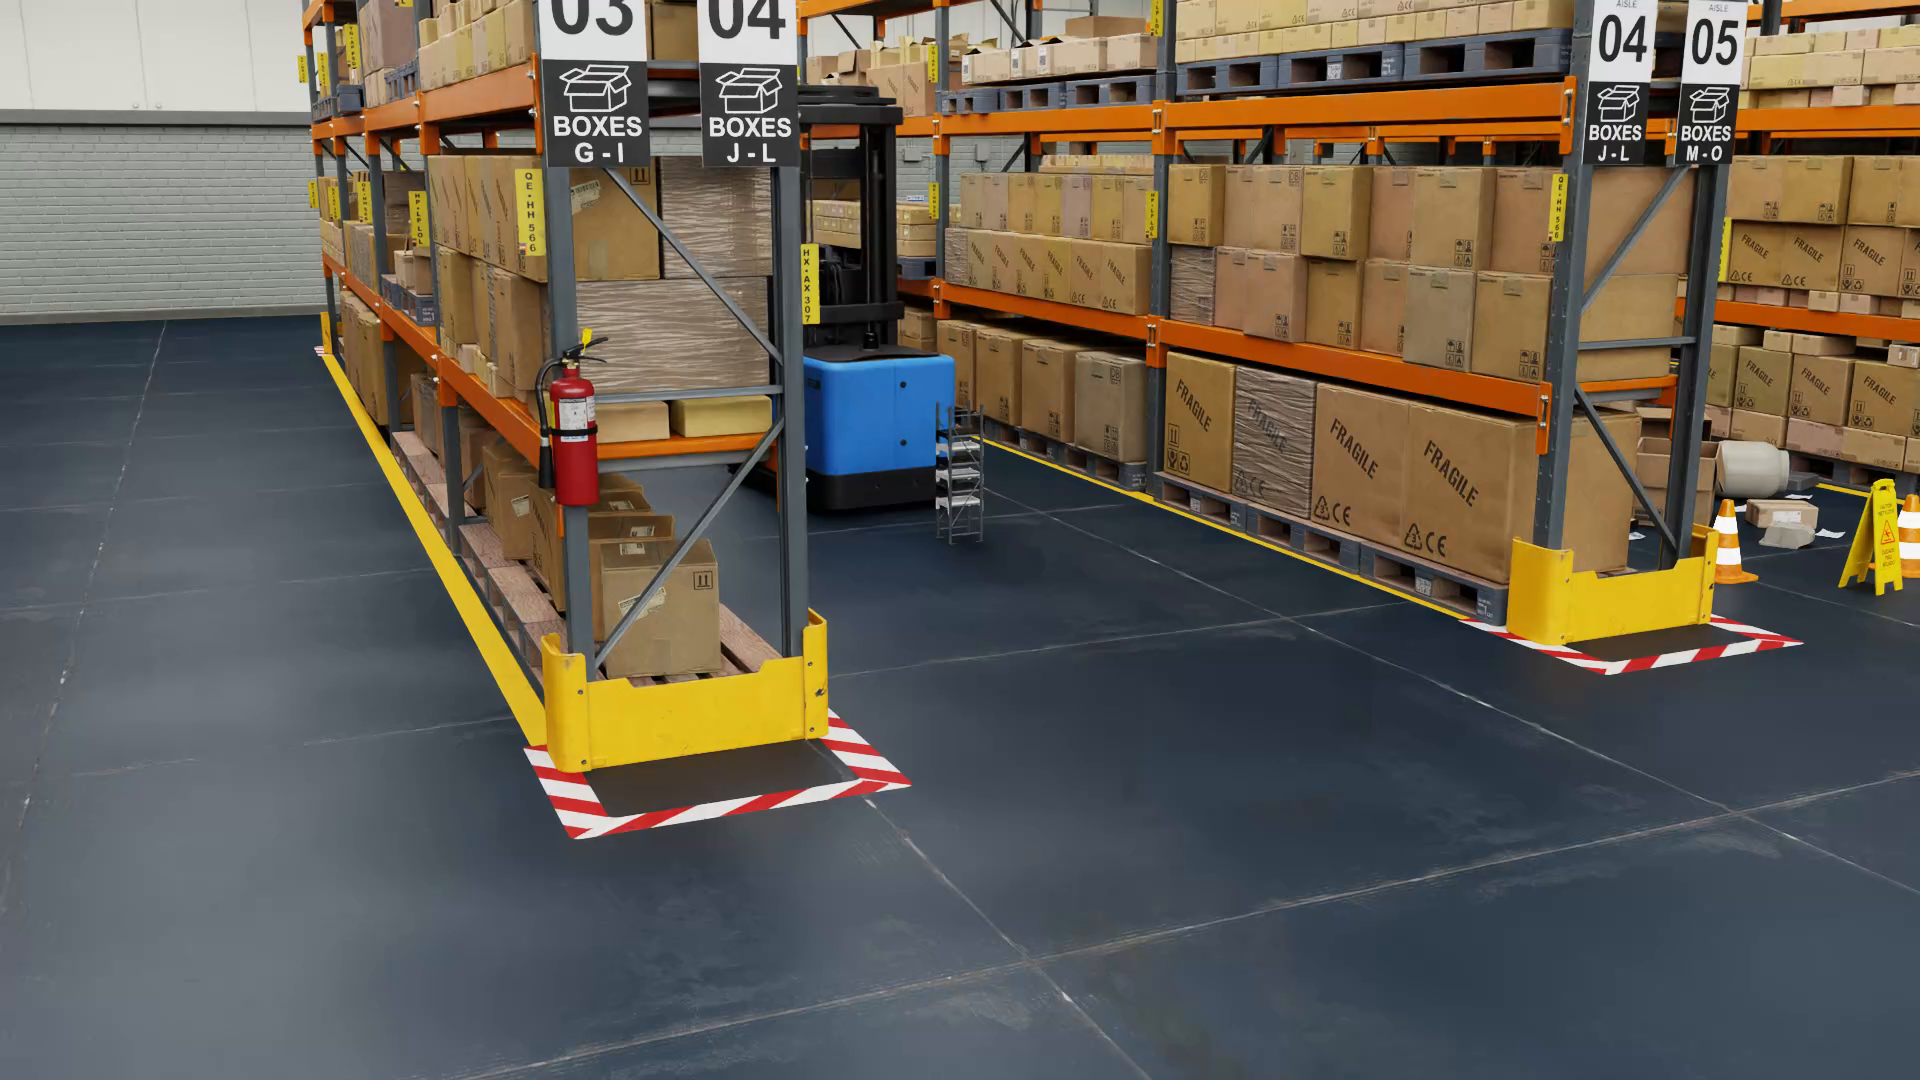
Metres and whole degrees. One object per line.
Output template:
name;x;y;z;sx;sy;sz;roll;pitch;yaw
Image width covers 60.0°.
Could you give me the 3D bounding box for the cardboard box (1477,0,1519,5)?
cardboard box;3.008;-2.870;8.487;0.500;0.250;0.500;-5;14;-22

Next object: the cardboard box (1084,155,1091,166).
cardboard box;1.940;-5.266;23.091;0.380;0.149;0.250;-5;14;-22

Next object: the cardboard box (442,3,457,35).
cardboard box;-2.457;-2.678;8.585;0.380;0.149;0.250;-6;14;-24

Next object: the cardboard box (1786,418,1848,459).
cardboard box;6.781;-0.802;12.851;0.500;0.250;0.500;-6;14;-24

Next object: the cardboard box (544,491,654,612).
cardboard box;-1.864;0.050;8.612;0.500;0.500;0.500;-4;14;-18

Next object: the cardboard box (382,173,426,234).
cardboard box;-4.608;-2.924;14.403;0.797;0.503;0.637;-5;14;-21

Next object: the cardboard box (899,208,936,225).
cardboard box;-0.361;-3.093;15.886;0.380;0.149;0.250;-6;14;-25

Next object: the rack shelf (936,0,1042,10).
rack shelf;1.056;-4.625;13.378;1.077;0.370;4.000;-6;14;-23

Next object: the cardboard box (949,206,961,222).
cardboard box;0.043;-3.252;16.575;0.380;0.149;0.250;-6;14;-23

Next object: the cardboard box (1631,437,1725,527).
cardboard box;4.932;-0.394;11.456;0.637;0.503;0.797;6;14;26

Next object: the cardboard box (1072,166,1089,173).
cardboard box;1.904;-4.981;23.298;0.500;0.500;0.500;-6;14;-23

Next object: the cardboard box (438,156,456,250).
cardboard box;-2.579;-1.869;9.193;0.500;0.500;0.500;-6;14;-23

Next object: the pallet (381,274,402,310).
pallet;-3.947;-2.003;13.295;1.213;0.211;1.003;-6;14;-23

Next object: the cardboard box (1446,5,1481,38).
cardboard box;2.812;-2.743;8.823;0.380;0.149;0.250;-5;14;-22

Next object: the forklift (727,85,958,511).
forklift;-1.158;-1.914;12.638;1.130;2.935;3.031;-7;15;-27

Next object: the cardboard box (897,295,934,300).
cardboard box;-0.399;-2.493;17.938;0.500;0.250;0.500;-6;14;-25

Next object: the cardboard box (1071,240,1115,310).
cardboard box;1.201;-2.071;12.944;0.500;0.500;0.500;-6;14;-24

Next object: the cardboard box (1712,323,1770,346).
cardboard box;6.337;-1.671;13.503;0.380;0.149;0.250;-5;14;-22

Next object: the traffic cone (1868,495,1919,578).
traffic cone;5.720;-0.042;10.024;0.336;0.463;0.334;-6;14;-23

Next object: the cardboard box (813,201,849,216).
cardboard box;-1.393;-3.626;18.191;0.380;0.149;0.250;-5;14;-22

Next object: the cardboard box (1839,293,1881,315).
cardboard box;6.815;-1.771;12.427;0.380;0.149;0.250;-6;14;-23

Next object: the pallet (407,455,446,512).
pallet;-3.533;-0.462;12.397;1.003;0.211;1.213;-6;14;-23

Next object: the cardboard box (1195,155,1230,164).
cardboard box;3.259;-4.896;21.492;0.380;0.149;0.250;-6;14;-24

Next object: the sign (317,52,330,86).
sign;-6.440;-4.761;16.815;0.100;0.325;0.005;-6;14;-23

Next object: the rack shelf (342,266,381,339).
rack shelf;-5.131;-2.296;15.735;1.077;0.370;4.000;-6;14;-23

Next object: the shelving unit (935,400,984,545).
shelving unit;-0.003;-0.440;10.776;0.258;0.900;0.210;-6;14;-23

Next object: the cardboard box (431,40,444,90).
cardboard box;-2.565;-2.571;9.004;0.500;0.250;0.500;-6;14;-23

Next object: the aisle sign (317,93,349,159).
aisle sign;-7.838;-5.141;20.664;0.394;0.787;0.004;-6;14;-23

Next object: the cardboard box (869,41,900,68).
cardboard box;-0.679;-4.868;16.678;0.396;0.266;0.258;-6;14;-23

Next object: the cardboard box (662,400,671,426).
cardboard box;-1.104;-0.592;7.333;0.380;0.149;0.250;-6;14;-23

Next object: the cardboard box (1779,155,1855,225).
cardboard box;6.691;-2.659;12.607;0.700;0.500;0.500;-6;14;-24

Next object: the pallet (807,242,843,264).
pallet;-1.174;-3.223;18.567;1.003;0.211;1.213;-6;14;-23

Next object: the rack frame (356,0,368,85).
rack frame;-4.330;-5.156;13.192;1.000;3.000;0.127;-6;14;-23

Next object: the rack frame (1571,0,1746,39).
rack frame;3.460;-3.931;7.896;1.000;3.000;0.127;-6;14;-23

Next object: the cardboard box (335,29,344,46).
cardboard box;-6.735;-5.597;18.710;0.500;0.250;0.500;-6;14;-25

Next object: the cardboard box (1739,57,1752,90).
cardboard box;6.278;-3.720;13.311;0.500;0.250;0.500;-6;14;-24

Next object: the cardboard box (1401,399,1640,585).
cardboard box;3.128;-0.311;9.344;0.875;0.875;0.875;-6;14;-23

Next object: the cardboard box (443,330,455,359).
cardboard box;-2.829;-1.160;9.788;0.380;0.149;0.250;-6;14;-23

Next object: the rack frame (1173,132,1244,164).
rack frame;3.148;-3.955;21.306;1.000;3.000;0.127;-6;14;-23

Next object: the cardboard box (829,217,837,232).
cardboard box;-1.187;-3.375;17.768;0.380;0.149;0.250;-5;14;-21

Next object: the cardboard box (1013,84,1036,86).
cardboard box;0.697;-4.158;14.894;0.380;0.166;0.250;-6;14;-23

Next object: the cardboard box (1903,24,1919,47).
cardboard box;6.904;-3.560;11.737;0.380;0.149;0.250;-5;14;-22

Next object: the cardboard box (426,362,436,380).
cardboard box;-4.034;-1.460;13.430;0.500;0.250;0.500;-5;14;-21

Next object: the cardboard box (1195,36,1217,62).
cardboard box;1.797;-3.267;11.086;0.380;0.149;0.250;-6;14;-23

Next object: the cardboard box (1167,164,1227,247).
cardboard box;1.974;-2.354;11.662;0.875;0.550;0.550;-6;14;-23

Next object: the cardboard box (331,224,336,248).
cardboard box;-6.764;-3.412;18.631;0.500;0.250;0.500;-5;14;-22

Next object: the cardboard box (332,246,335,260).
cardboard box;-6.870;-3.236;18.759;0.380;0.149;0.250;-6;14;-24

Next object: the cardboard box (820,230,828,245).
cardboard box;-1.298;-3.286;18.040;0.380;0.149;0.250;-5;14;-22

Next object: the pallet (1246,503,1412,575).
pallet;2.583;-0.059;10.657;1.003;0.211;1.213;-6;14;-23

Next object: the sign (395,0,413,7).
sign;-3.235;-3.261;9.637;0.100;0.325;0.005;-6;14;-23

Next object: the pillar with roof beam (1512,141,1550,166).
pillar with roof beam;4.297;-7.163;21.864;9.100;9.000;0.400;-6;14;-23

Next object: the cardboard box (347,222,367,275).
cardboard box;-5.775;-2.887;16.471;0.500;0.500;0.500;-6;14;-23

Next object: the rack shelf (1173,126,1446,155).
rack shelf;3.949;-4.653;19.264;1.077;0.370;4.000;-6;14;-23
